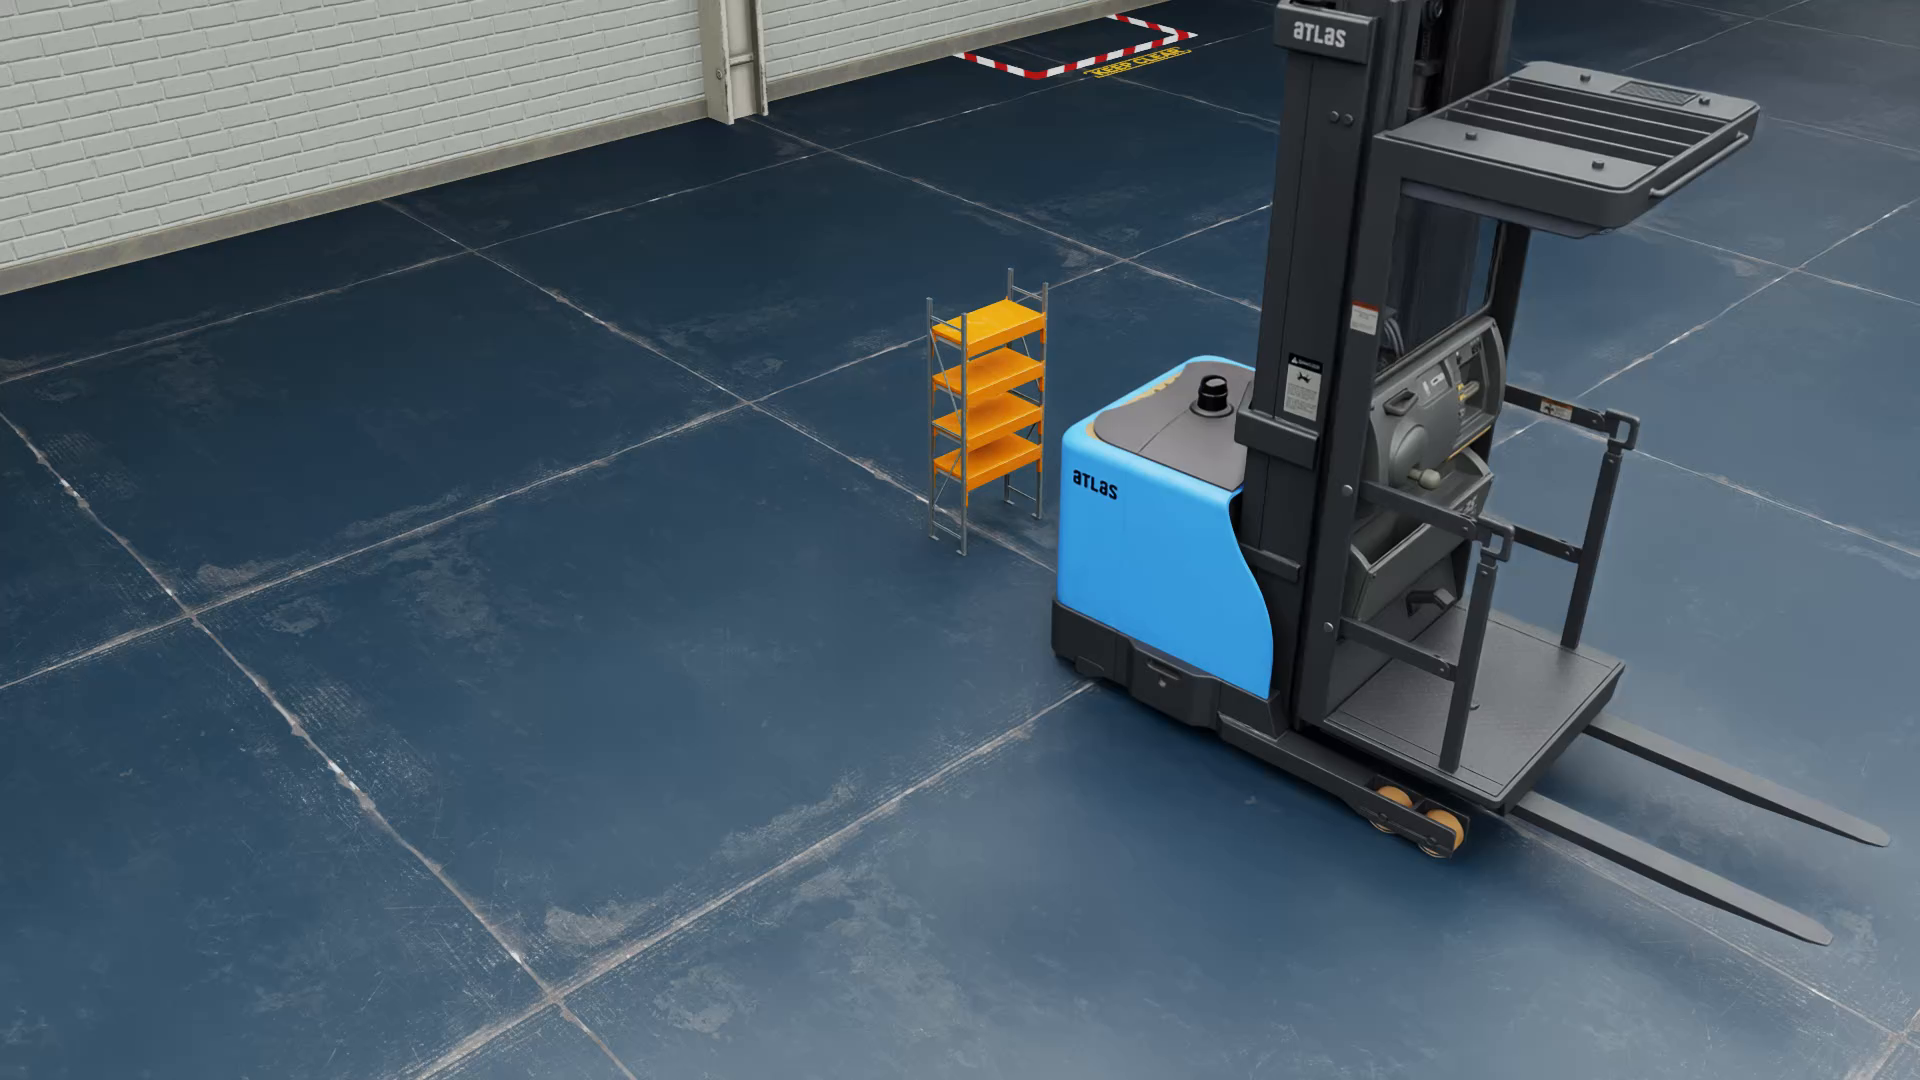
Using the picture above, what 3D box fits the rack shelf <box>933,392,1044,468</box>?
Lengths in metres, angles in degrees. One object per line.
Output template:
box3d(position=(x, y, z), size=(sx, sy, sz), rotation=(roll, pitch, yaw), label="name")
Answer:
box3d(position=(0.121, -0.513, 7.568), size=(0.480, 0.148, 0.258), rotation=(-26, 40, -35), label="rack shelf")

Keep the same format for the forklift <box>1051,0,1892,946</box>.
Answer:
box3d(position=(1.817, -0.435, 5.652), size=(3.031, 2.935, 1.130), rotation=(25, 39, 34), label="forklift")

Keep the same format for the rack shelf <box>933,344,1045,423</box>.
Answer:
box3d(position=(0.121, -0.704, 7.451), size=(0.480, 0.148, 0.258), rotation=(-26, 40, -35), label="rack shelf")

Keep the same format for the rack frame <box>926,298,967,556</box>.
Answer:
box3d(position=(-0.058, -0.484, 7.391), size=(0.015, 1.200, 0.240), rotation=(-26, 40, -35), label="rack frame")

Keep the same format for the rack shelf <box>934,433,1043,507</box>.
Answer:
box3d(position=(0.121, -0.344, 7.672), size=(0.480, 0.148, 0.258), rotation=(-26, 40, -35), label="rack shelf")

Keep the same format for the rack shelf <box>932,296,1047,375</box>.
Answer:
box3d(position=(0.121, -0.906, 7.328), size=(0.480, 0.148, 0.258), rotation=(-26, 40, -35), label="rack shelf")

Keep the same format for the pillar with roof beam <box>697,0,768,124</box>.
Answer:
box3d(position=(1.146, -5.595, 8.273), size=(0.400, 9.000, 9.100), rotation=(-26, 40, -35), label="pillar with roof beam")

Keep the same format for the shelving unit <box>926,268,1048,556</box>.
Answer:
box3d(position=(0.121, -0.571, 7.533), size=(0.503, 1.200, 0.258), rotation=(-26, 40, -35), label="shelving unit")

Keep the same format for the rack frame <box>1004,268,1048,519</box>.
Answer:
box3d(position=(0.300, -0.657, 7.675), size=(0.015, 1.200, 0.240), rotation=(-26, 40, -35), label="rack frame")
